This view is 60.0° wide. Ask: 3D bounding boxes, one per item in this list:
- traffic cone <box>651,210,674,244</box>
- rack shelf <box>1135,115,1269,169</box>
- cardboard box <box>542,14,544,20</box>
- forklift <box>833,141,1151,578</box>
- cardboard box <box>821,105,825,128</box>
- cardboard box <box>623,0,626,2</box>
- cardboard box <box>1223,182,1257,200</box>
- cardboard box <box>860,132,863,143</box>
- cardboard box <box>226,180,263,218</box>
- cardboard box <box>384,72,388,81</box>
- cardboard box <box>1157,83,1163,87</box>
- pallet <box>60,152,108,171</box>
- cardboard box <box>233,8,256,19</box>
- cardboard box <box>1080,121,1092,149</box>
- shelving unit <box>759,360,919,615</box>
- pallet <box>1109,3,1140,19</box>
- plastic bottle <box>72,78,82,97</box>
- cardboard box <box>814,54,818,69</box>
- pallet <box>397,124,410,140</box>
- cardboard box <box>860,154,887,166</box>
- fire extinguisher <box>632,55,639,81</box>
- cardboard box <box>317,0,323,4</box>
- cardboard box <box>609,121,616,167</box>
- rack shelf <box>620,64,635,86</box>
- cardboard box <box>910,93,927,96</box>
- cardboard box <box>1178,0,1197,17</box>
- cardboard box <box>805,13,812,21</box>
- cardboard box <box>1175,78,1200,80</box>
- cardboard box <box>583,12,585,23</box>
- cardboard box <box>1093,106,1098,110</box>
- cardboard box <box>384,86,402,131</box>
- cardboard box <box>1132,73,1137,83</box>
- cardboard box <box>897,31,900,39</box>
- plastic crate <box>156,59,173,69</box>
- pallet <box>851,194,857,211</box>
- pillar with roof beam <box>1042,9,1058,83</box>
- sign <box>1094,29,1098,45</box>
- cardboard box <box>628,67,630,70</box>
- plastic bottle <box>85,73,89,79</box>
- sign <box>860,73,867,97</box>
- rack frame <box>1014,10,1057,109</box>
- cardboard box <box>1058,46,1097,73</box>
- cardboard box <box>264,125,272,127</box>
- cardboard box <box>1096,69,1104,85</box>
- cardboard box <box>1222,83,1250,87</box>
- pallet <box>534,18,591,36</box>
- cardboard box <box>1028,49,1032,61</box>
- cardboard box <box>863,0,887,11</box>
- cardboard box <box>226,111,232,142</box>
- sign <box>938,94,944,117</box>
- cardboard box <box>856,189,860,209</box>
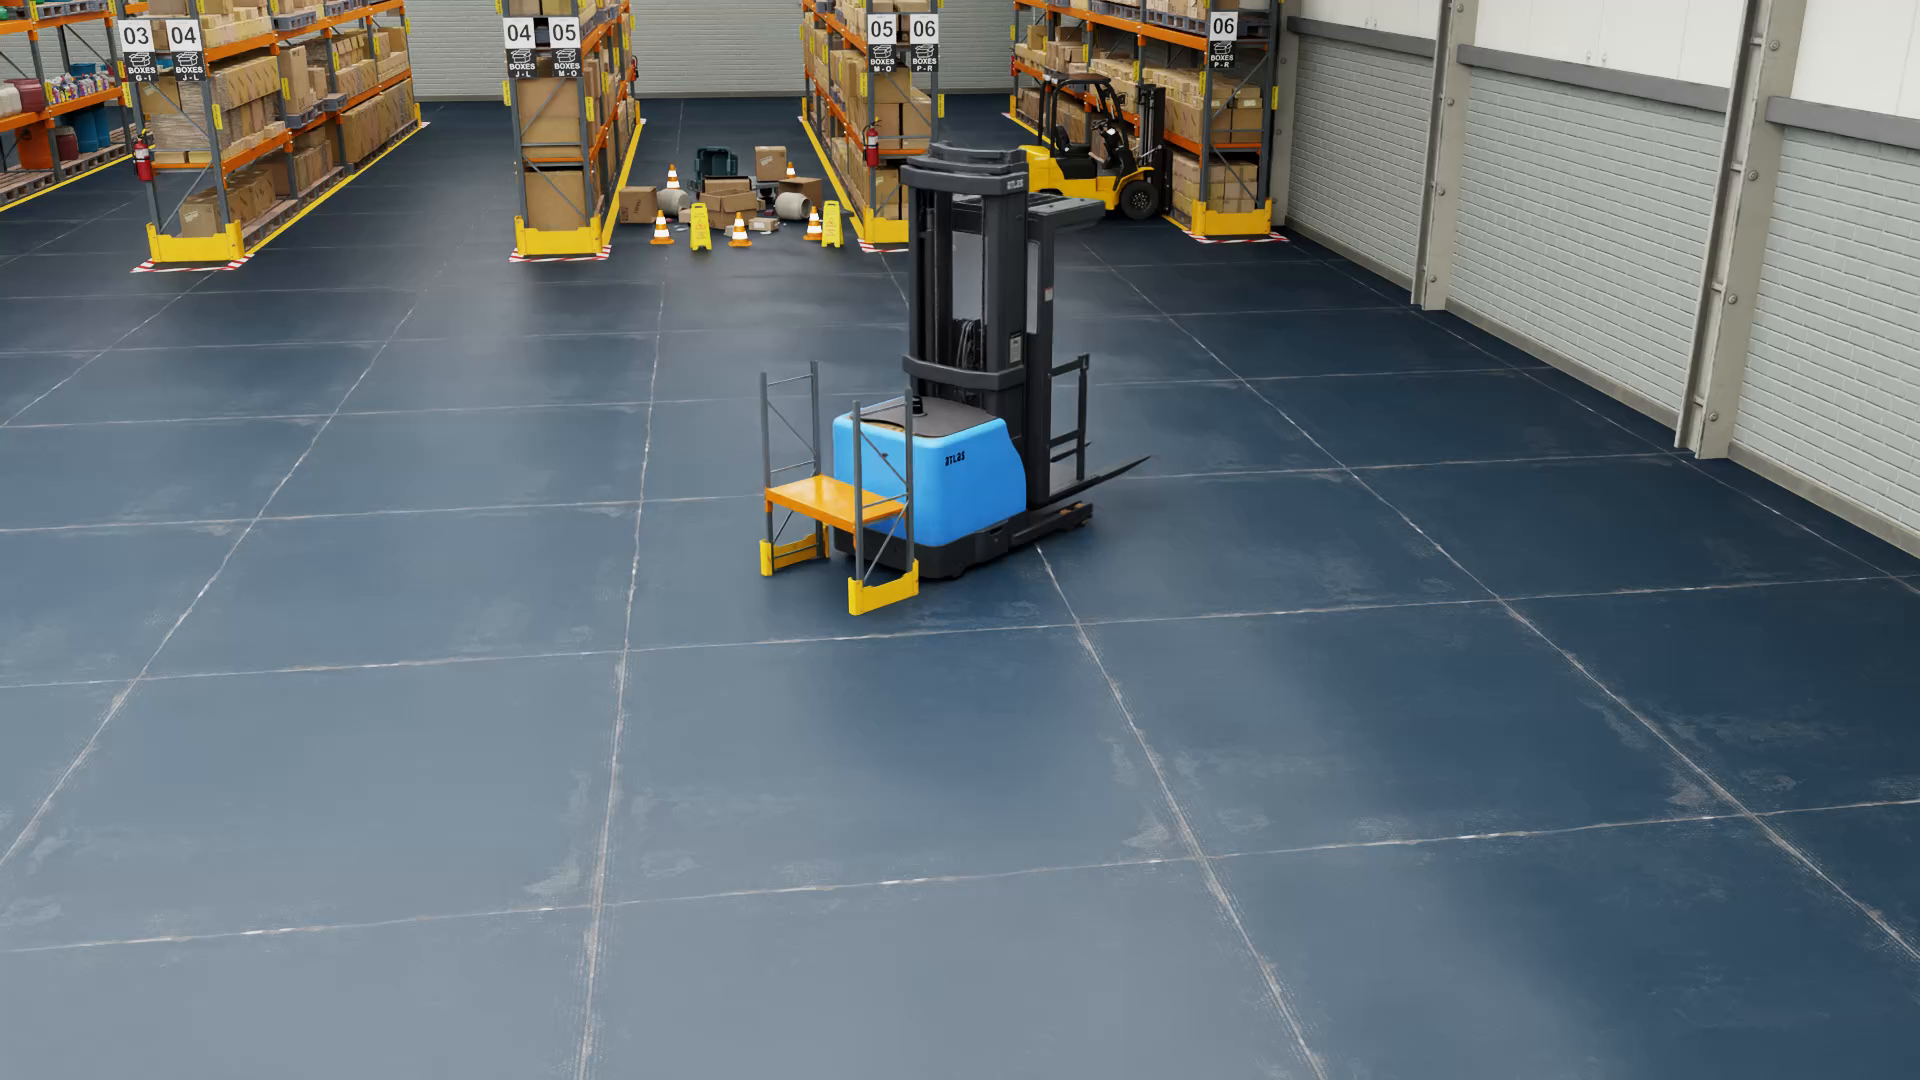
[{"bbox_3d":[-4.373,-4.593,24.353,0.336,0.463,0.334,-3,21,-8],"label":"traffic cone"},{"bbox_3d":[3.805,-6.418,26.641,1.077,0.370,4.000,-3,21,-8],"label":"rack shelf"},{"bbox_3d":[-6.304,-7.684,24.330,0.380,0.149,0.250,-3,21,-7],"label":"cardboard box"},{"bbox_3d":[0.386,-1.544,12.660,1.130,2.935,3.031,16,26,36],"label":"forklift"},{"bbox_3d":[-2.532,-9.185,36.083,0.875,0.438,0.875,-3,21,-9],"label":"cardboard box"},{"bbox_3d":[-7.374,-11.544,35.264,0.500,0.250,0.500,-2,21,-5],"label":"cardboard box"},{"bbox_3d":[4.231,-5.379,25.445,0.500,0.250,0.500,-3,21,-7],"label":"cardboard box"},{"bbox_3d":[-1.313,-6.072,25.044,0.380,0.149,0.250,-3,21,-7],"label":"cardboard box"},{"bbox_3d":[-10.926,-5.172,25.250,0.500,0.500,0.500,-5,21,-13],"label":"cardboard box"},{"bbox_3d":[-12.144,-9.650,34.624,0.380,0.149,0.250,-2,21,-6],"label":"cardboard box"},{"bbox_3d":[3.405,-7.316,26.948,0.380,0.149,0.250,-3,21,-8],"label":"cardboard box"},{"bbox_3d":[-17.006,-7.217,31.738,1.003,0.211,1.213,-3,21,-8],"label":"pallet"},{"bbox_3d":[-10.733,-7.846,24.793,0.380,0.149,0.250,-4,21,-9],"label":"cardboard box"},{"bbox_3d":[2.666,-7.994,32.804,0.500,0.500,0.500,-2,21,-6],"label":"cardboard box"},{"bbox_3d":[-0.866,-0.393,11.625,0.587,1.500,1.083,-18,27,-40],"label":"shelving unit"},{"bbox_3d":[3.290,-9.532,29.932,1.003,0.211,1.213,-2,21,-5],"label":"pallet"},{"bbox_3d":[-16.641,-8.510,31.284,0.144,0.351,0.185,-3,21,-8],"label":"plastic bottle"},{"bbox_3d":[-2.764,-9.963,34.604,0.500,0.250,0.500,-4,21,-9],"label":"cardboard box"},{"bbox_3d":[-12.566,-8.850,36.110,1.003,0.211,1.213,-3,21,-8],"label":"pallet"},{"bbox_3d":[-1.311,-5.763,25.189,0.380,0.149,0.250,-2,21,-6],"label":"cardboard box"},{"bbox_3d":[-7.588,-10.966,38.432,0.296,0.674,0.183,-3,21,-8],"label":"fire extinguisher"},{"bbox_3d":[-11.461,-9.615,29.027,0.500,0.500,0.500,-2,21,-6],"label":"cardboard box"},{"bbox_3d":[-6.856,-7.224,30.385,1.050,0.750,0.750,-3,21,-8],"label":"cardboard box"},{"bbox_3d":[-7.720,-10.037,36.329,1.077,0.370,4.000,-3,21,-8],"label":"rack shelf"},{"bbox_3d":[-0.764,-6.531,25.346,0.500,0.500,0.500,-3,21,-9],"label":"cardboard box"},{"bbox_3d":[3.740,-8.259,25.368,0.700,0.500,0.500,-3,21,-7],"label":"cardboard box"},{"bbox_3d":[-3.315,-11.850,37.658,0.380,0.149,0.250,-2,21,-6],"label":"cardboard box"},{"bbox_3d":[3.606,-7.197,26.203,0.380,0.149,0.250,-3,21,-7],"label":"cardboard box"},{"bbox_3d":[-5.507,-7.367,23.483,0.380,0.149,0.250,-3,21,-8],"label":"cardboard box"},{"bbox_3d":[2.934,-8.803,34.045,0.380,0.149,0.250,-3,21,-7],"label":"cardboard box"},{"bbox_3d":[-12.500,-9.212,35.529,0.875,0.875,0.875,-3,21,-8],"label":"cardboard box"},{"bbox_3d":[3.193,-7.994,28.762,0.380,0.149,0.250,-3,21,-9],"label":"cardboard box"},{"bbox_3d":[-0.735,-7.494,24.566,0.380,0.149,0.250,-3,21,-8],"label":"cardboard box"},{"bbox_3d":[-17.599,-10.539,36.511,0.616,0.435,0.499,-3,21,-8],"label":"plastic crate"},{"bbox_3d":[-1.263,-5.659,27.566,1.003,0.211,1.213,-3,21,-8],"label":"pallet"},{"bbox_3d":[-1.970,-15.175,40.484,9.100,9.000,0.400,-3,21,-8],"label":"pillar with roof beam"},{"bbox_3d":[2.912,-10.789,35.661,0.100,0.325,0.005,-3,21,-8],"label":"sign"},{"bbox_3d":[-7.572,-10.589,37.138,0.380,0.149,0.250,-2,21,-6],"label":"cardboard box"},{"bbox_3d":[-16.942,-8.884,32.286,0.144,0.351,0.185,-3,21,-8],"label":"plastic bottle"},{"bbox_3d":[-1.370,-6.480,23.673,0.100,0.325,0.005,-3,21,-8],"label":"sign"},{"bbox_3d":[1.787,-11.602,39.493,1.000,3.000,0.127,-3,21,-8],"label":"rack frame"},{"bbox_3d":[2.400,-9.831,34.008,0.700,0.500,0.500,-3,21,-8],"label":"cardboard box"},{"bbox_3d":[-10.876,-6.342,25.769,0.380,0.149,0.250,-3,21,-8],"label":"cardboard box"},{"bbox_3d":[2.833,-8.657,31.108,0.500,0.250,0.500,-2,21,-6],"label":"cardboard box"},{"bbox_3d":[4.200,-6.863,25.308,0.380,0.149,0.250,-3,21,-7],"label":"cardboard box"},{"bbox_3d":[-5.998,-7.570,24.536,1.003,0.211,1.213,-3,21,-8],"label":"pallet"},{"bbox_3d":[1.830,-10.975,37.603,0.500,0.250,0.500,-3,21,-9],"label":"cardboard box"},{"bbox_3d":[-1.213,-7.753,24.119,0.380,0.149,0.250,-3,21,-8],"label":"cardboard box"},{"bbox_3d":[-10.867,-5.856,23.541,0.875,0.500,0.500,-3,21,-8],"label":"cardboard box"},{"bbox_3d":[-0.281,-6.244,23.910,0.100,0.325,0.005,-3,21,-8],"label":"sign"},{"bbox_3d":[-1.349,-5.347,26.074,0.500,0.250,0.500,-4,21,-10],"label":"cardboard box"}]
